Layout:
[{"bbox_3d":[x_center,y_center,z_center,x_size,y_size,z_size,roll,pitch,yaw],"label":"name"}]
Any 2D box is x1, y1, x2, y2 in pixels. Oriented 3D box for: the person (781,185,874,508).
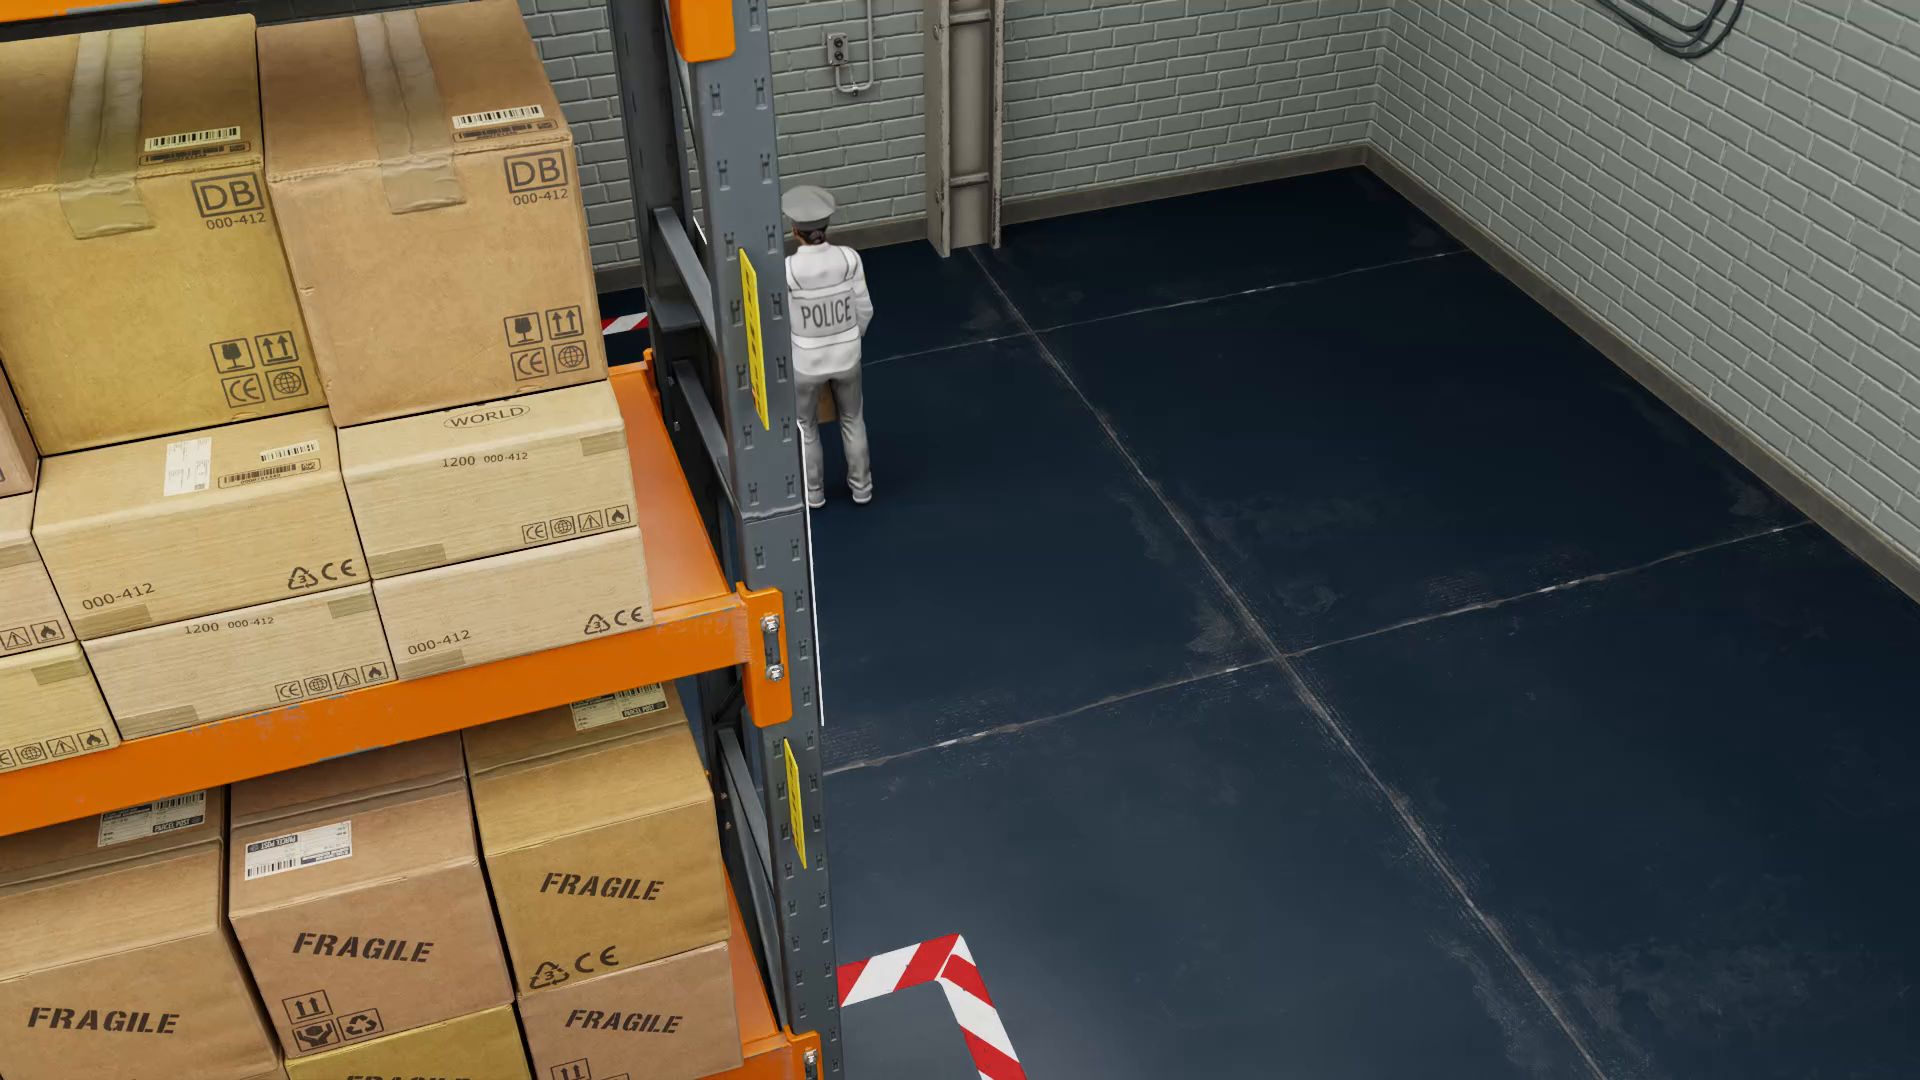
[{"bbox_3d":[-0.665,-0.873,7.892,0.508,1.673,0.411,-14,40,-17],"label":"person"}]
